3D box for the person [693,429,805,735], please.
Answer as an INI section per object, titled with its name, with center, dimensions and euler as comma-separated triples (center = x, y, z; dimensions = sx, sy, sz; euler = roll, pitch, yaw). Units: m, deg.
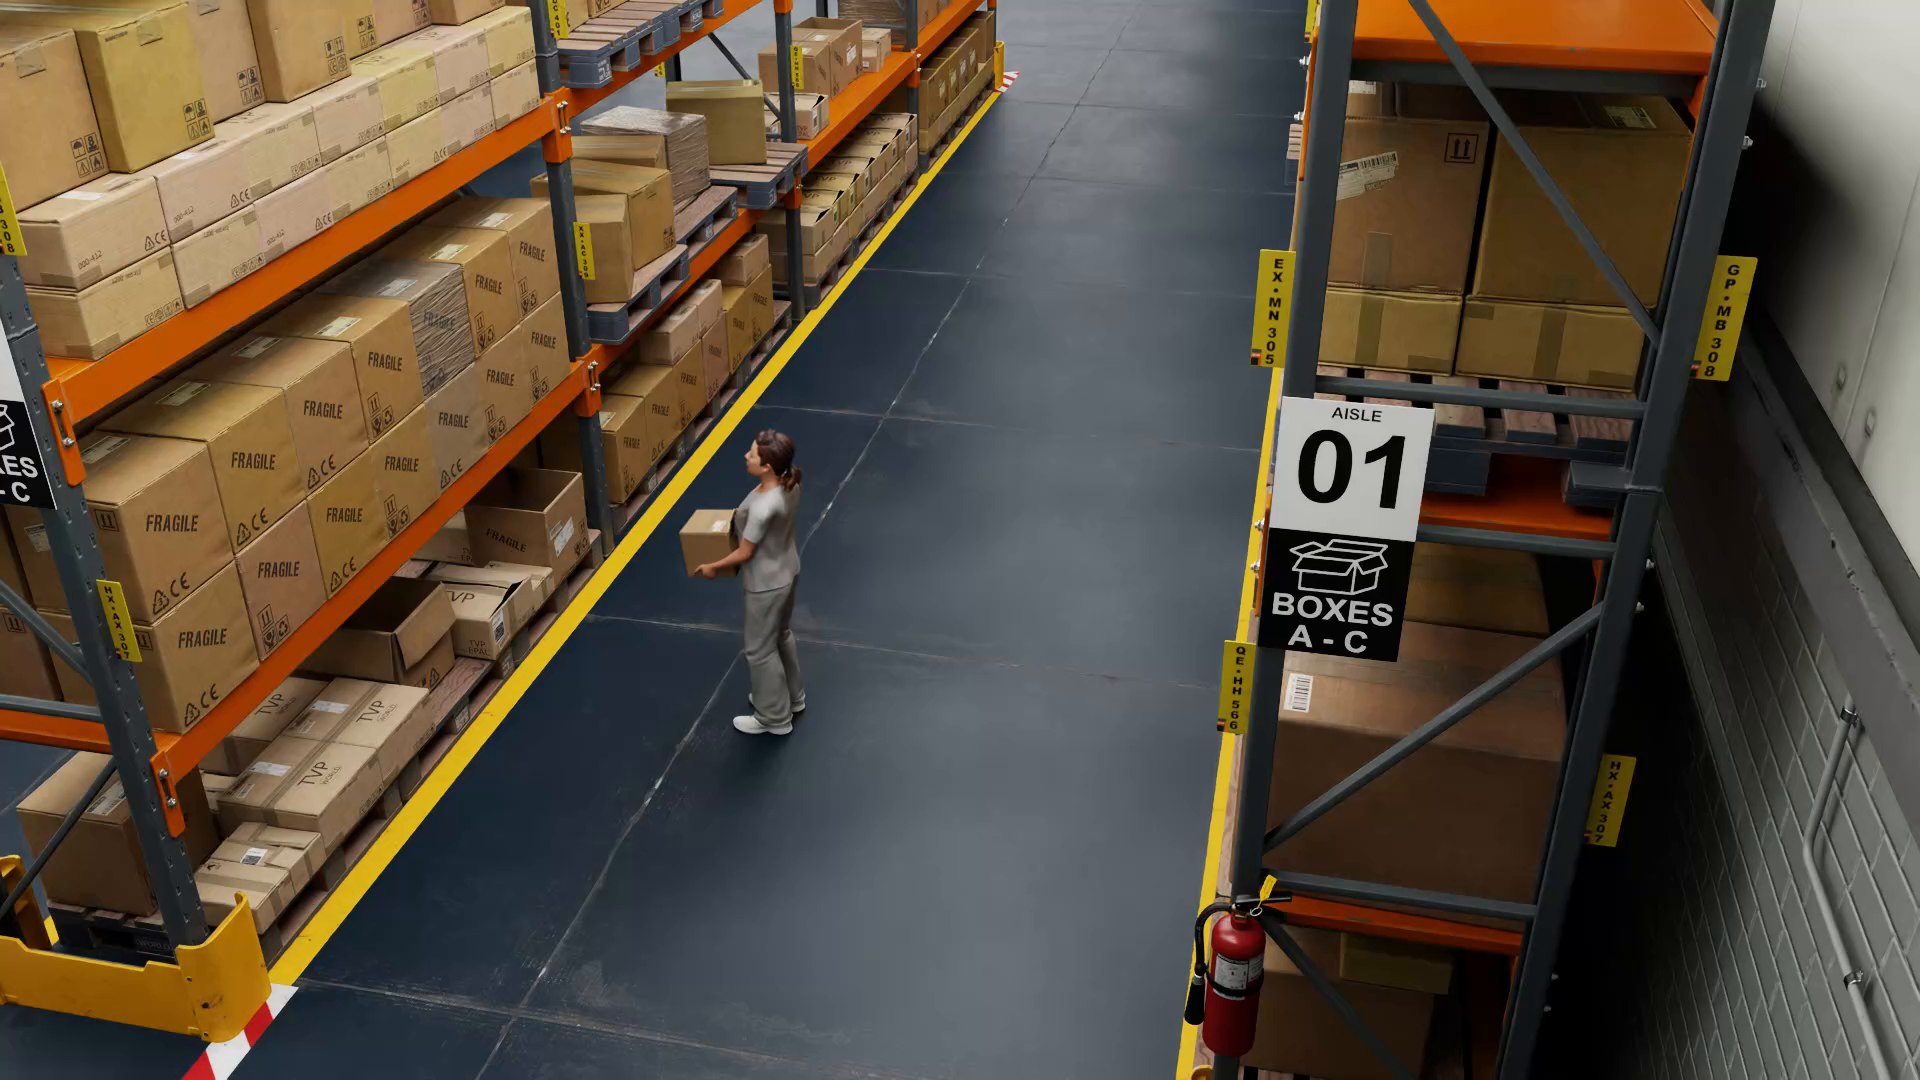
[person]
center = -1.013, 0.199, 8.260
dimensions = 0.549, 1.667, 0.442
euler = 6, 29, 10
